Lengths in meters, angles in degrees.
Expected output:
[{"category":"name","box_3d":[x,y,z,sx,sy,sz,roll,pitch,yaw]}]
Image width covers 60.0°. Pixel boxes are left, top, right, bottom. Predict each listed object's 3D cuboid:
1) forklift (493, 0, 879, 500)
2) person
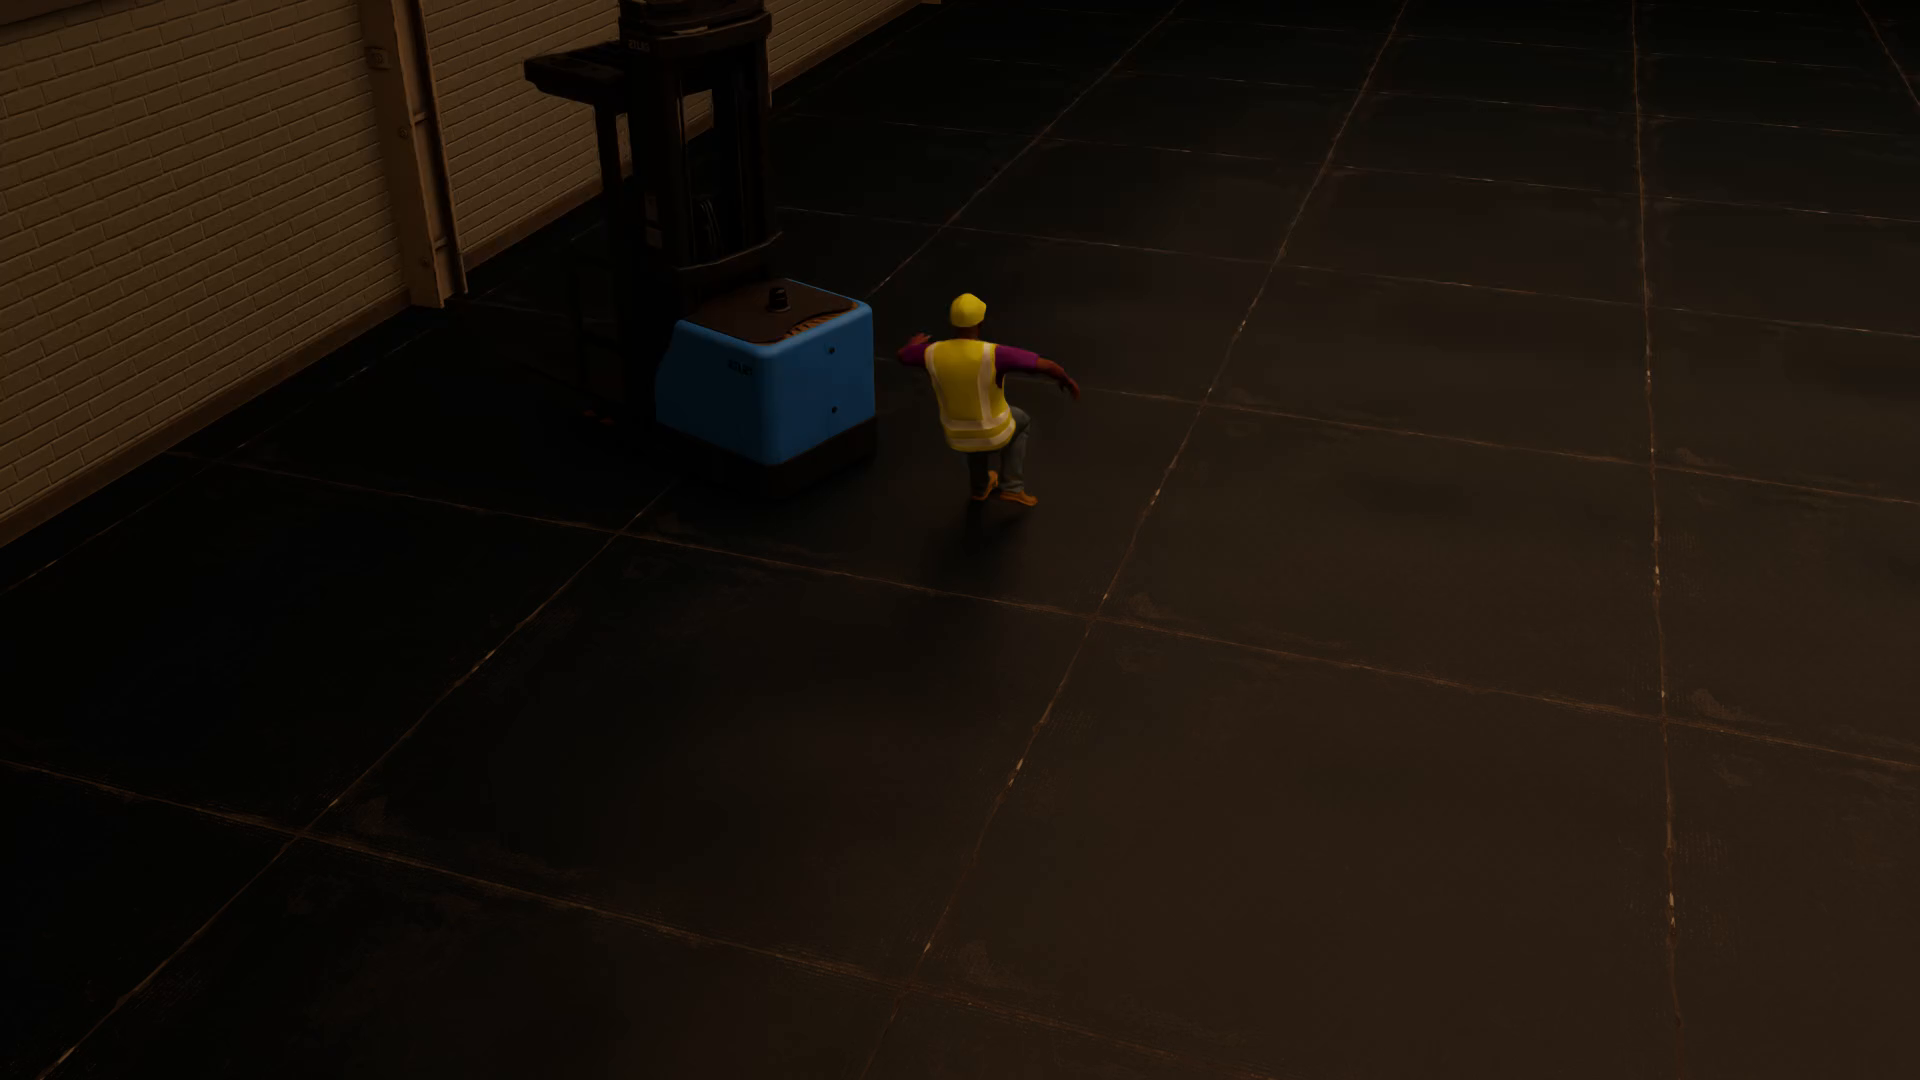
[{"category":"forklift","box_3d":[-2.005,-2.112,10.842,3.031,2.935,1.130,22,36,33]},{"category":"person","box_3d":[0.181,-0.828,10.015,1.125,1.533,0.872,7,30,11]}]
